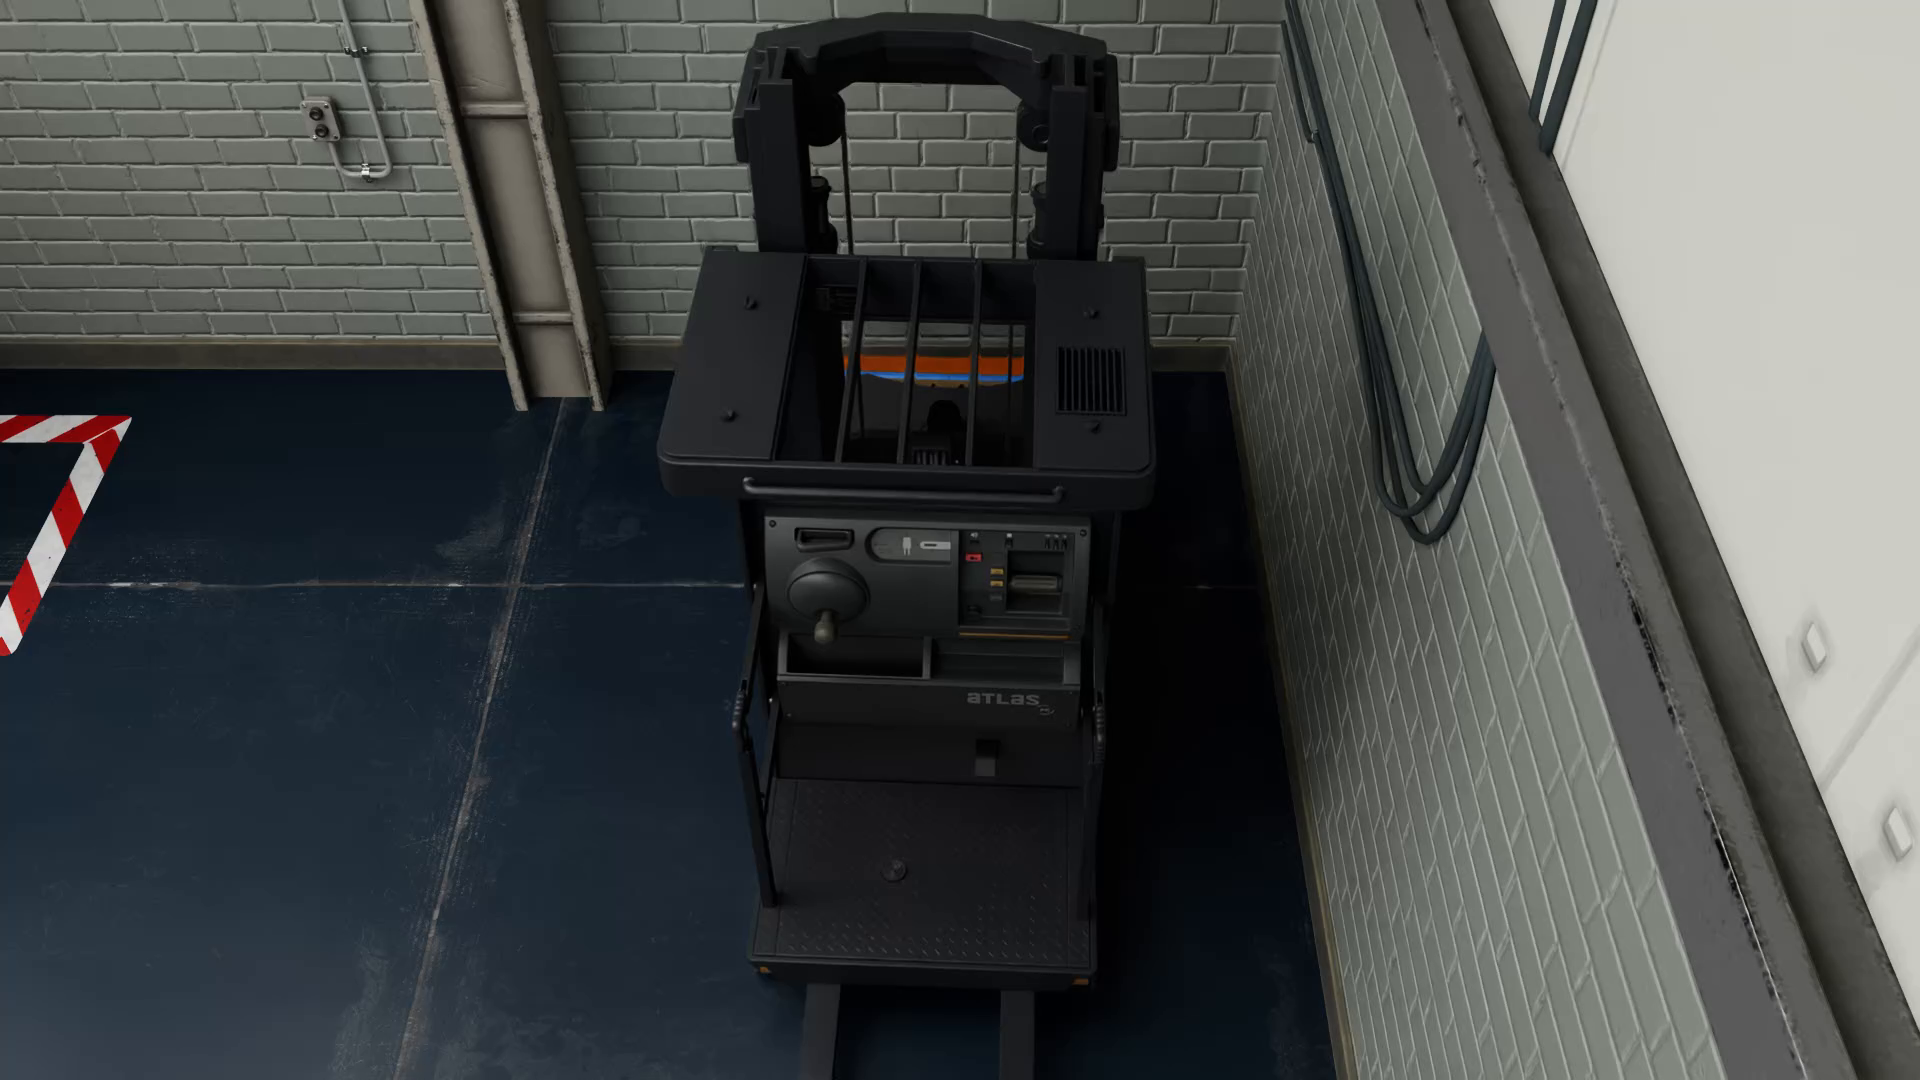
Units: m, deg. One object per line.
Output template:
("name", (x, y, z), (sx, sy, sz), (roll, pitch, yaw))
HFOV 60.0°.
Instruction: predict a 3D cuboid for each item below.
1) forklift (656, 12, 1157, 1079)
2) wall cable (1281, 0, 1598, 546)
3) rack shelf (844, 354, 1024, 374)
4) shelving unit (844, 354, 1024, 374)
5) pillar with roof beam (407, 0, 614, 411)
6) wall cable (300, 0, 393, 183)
("forklift", (-0.100, 0.211, 4.632), (1.130, 2.935, 3.031), (2, 47, 2))
("wall cable", (1.182, -1.791, 4.472), (0.112, 2.526, 3.097), (0, 47, 0))
("rack shelf", (-0.079, -0.501, 6.518), (1.000, 0.185, 0.538), (0, 47, 0))
("shelving unit", (-0.070, -0.623, 6.386), (1.083, 1.500, 0.587), (0, 47, 0))
("pillar with roof beam", (-1.785, -0.601, 1.242), (0.400, 9.000, 9.100), (0, 47, 0))
("wall cable", (-3.189, -2.117, 6.058), (1.851, 1.984, 0.084), (0, 47, 0))
